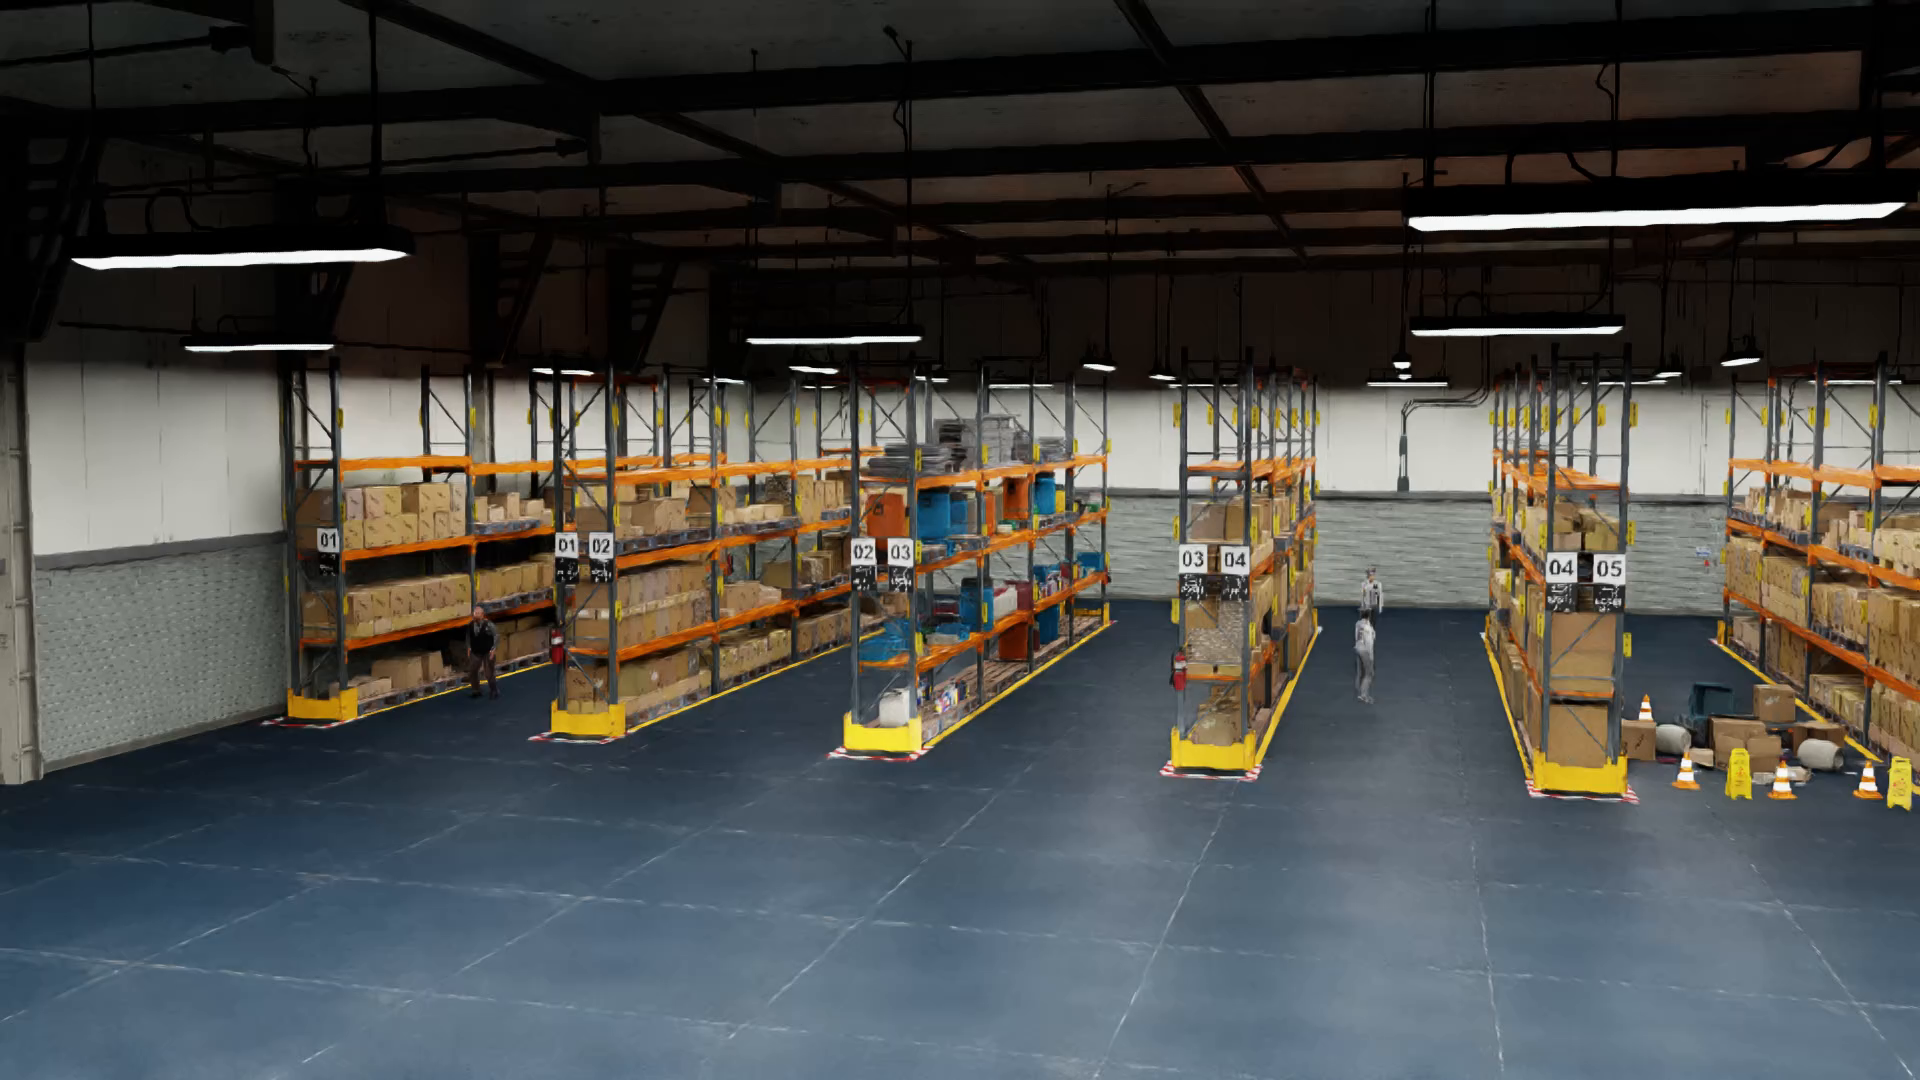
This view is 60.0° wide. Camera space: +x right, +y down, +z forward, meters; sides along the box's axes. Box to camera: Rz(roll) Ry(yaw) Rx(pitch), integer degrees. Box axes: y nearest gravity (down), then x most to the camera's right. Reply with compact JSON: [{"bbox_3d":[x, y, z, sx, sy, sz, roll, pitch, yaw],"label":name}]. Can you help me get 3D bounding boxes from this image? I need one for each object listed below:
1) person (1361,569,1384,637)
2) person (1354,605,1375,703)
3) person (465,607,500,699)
[{"bbox_3d":[9.263,1.439,37.368,0.500,1.625,0.997,1,4,14],"label":"person"},{"bbox_3d":[7.184,2.024,29.479,0.362,1.728,0.538,-1,4,-12],"label":"person"},{"bbox_3d":[-8.475,2.006,29.536,0.677,1.674,0.534,1,4,14],"label":"person"}]
